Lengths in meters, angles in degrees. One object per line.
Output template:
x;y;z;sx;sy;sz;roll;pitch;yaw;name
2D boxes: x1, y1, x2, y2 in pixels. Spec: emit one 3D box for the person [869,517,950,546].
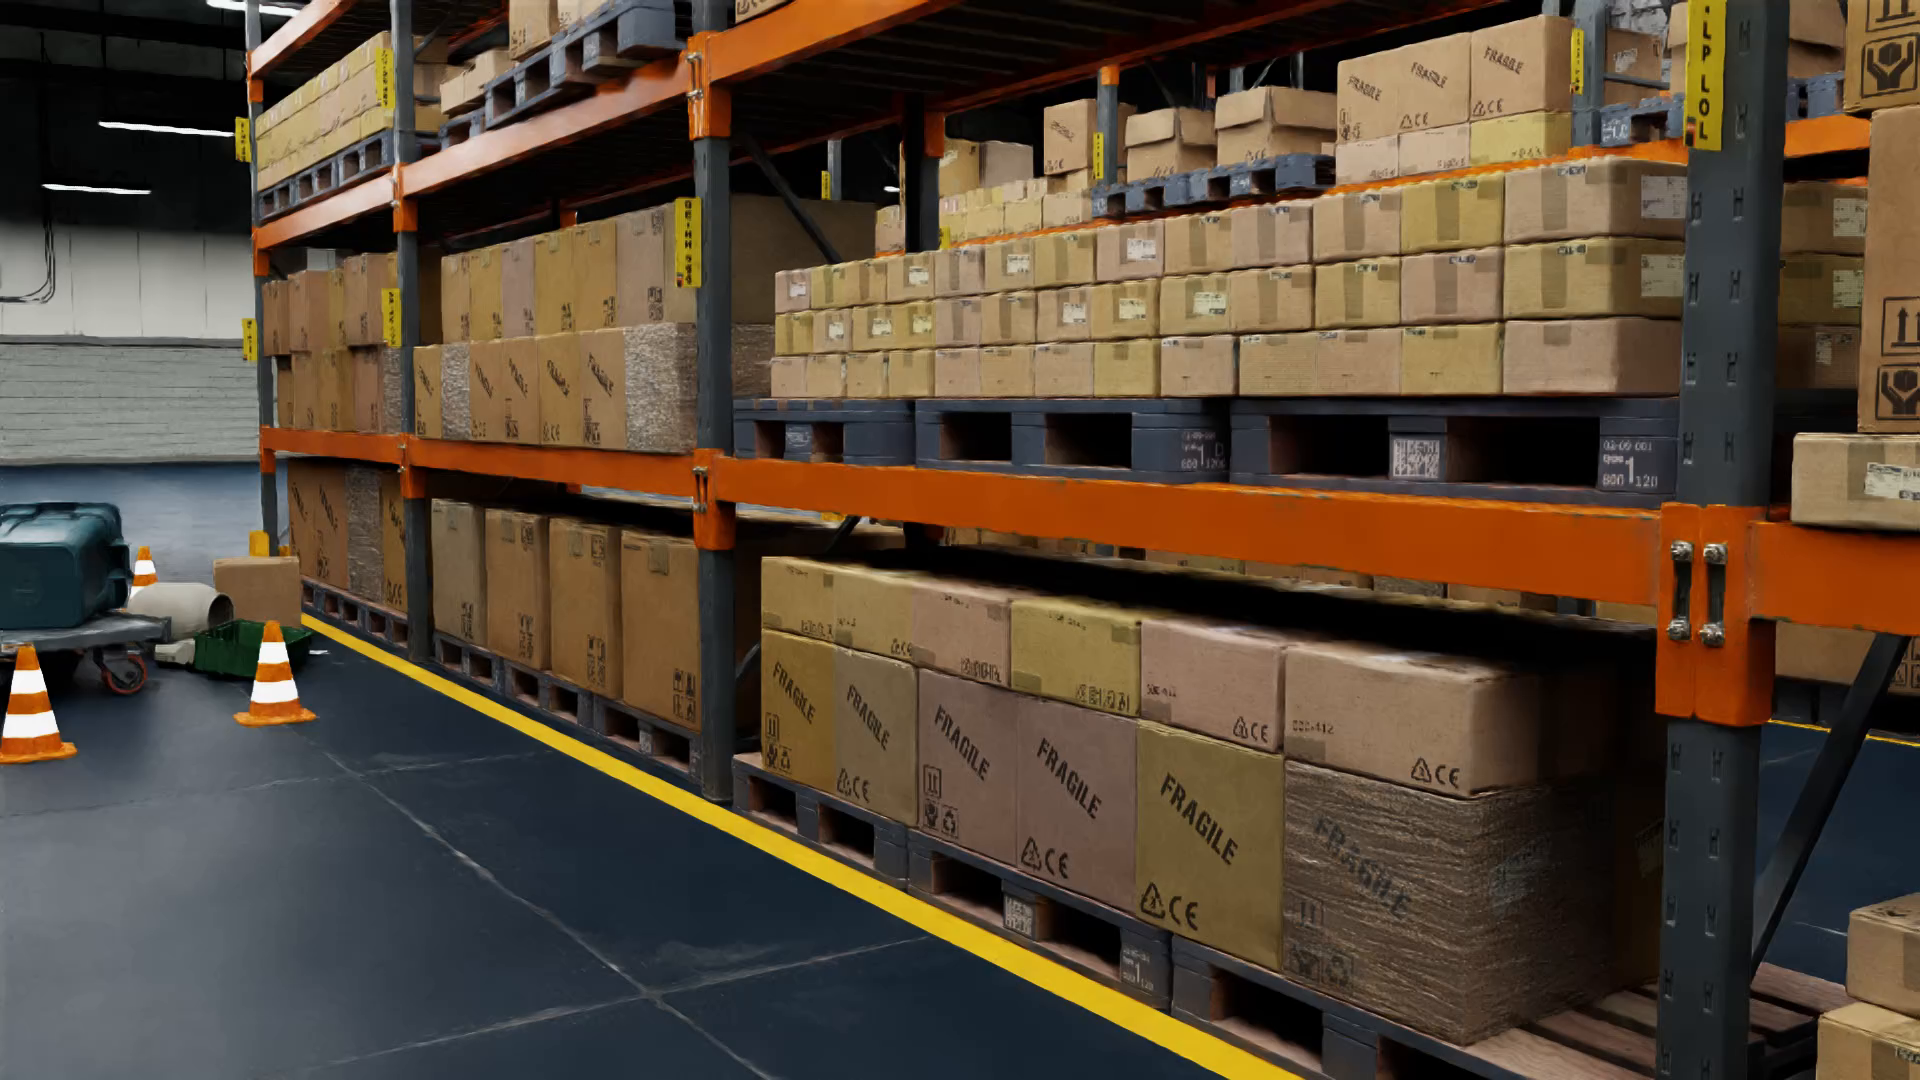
-0.274;-0.111;9.092;0.572;1.695;0.531;-3;6;-36;person
